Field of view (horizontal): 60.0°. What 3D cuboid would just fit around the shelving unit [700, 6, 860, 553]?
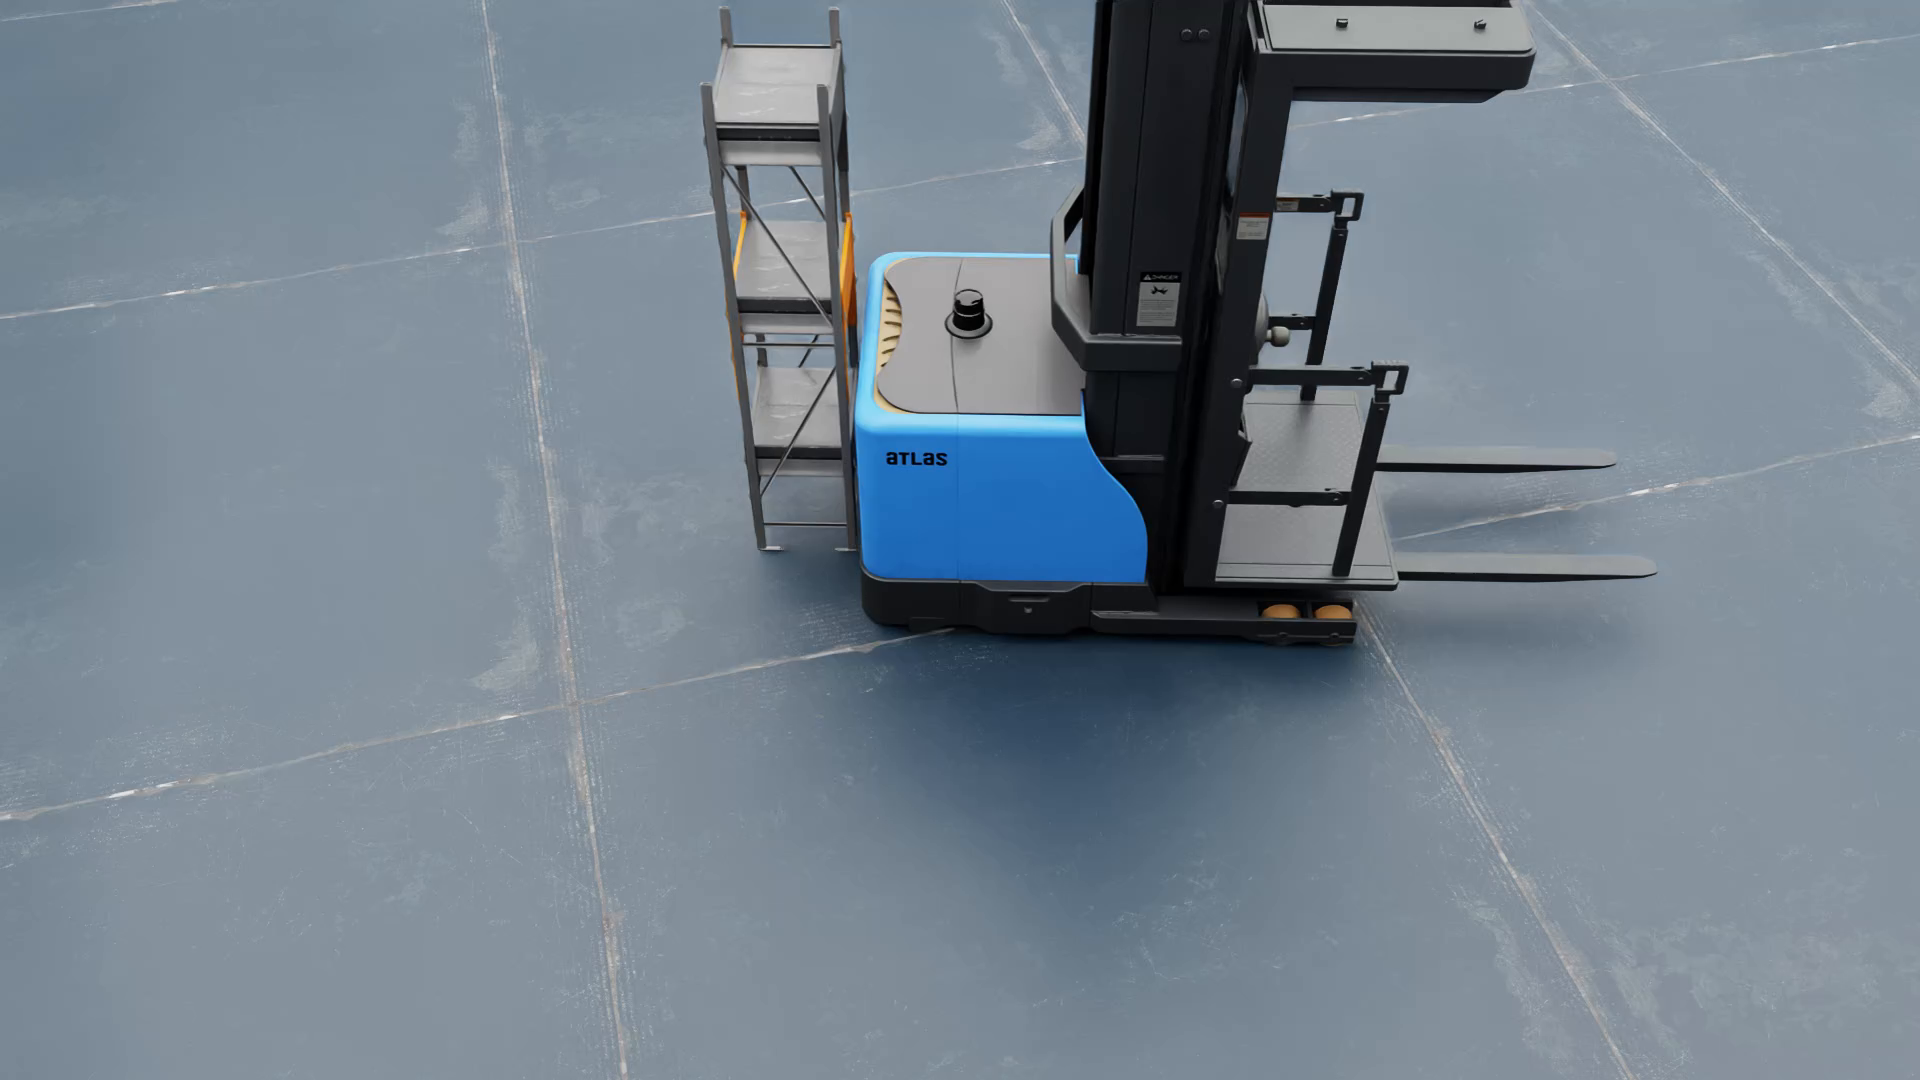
[{"bbox_3d":[-0.610,-0.867,6.130,0.431,2.100,0.503,1,46,1],"label":"shelving unit"}]

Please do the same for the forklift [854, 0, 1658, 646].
[{"bbox_3d":[1.147,-1.008,5.685,3.031,2.935,1.130,1,46,1],"label":"forklift"}]

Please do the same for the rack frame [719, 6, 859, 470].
[{"bbox_3d":[-0.604,-1.041,6.300,0.400,2.100,0.015,1,46,1],"label":"rack frame"}]

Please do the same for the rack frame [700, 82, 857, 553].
[{"bbox_3d":[-0.615,-0.693,5.959,0.400,2.100,0.015,1,46,1],"label":"rack frame"}]

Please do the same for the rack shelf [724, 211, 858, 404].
[{"bbox_3d":[-0.610,-0.858,6.139,0.431,0.518,0.480,1,46,1],"label":"rack shelf"}]

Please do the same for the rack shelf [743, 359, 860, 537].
[{"bbox_3d":[-0.610,-0.368,6.639,0.431,0.518,0.480,1,46,1],"label":"rack shelf"}]

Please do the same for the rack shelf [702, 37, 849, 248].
[{"bbox_3d":[-0.610,-1.348,5.639,0.431,0.518,0.480,1,46,1],"label":"rack shelf"}]
